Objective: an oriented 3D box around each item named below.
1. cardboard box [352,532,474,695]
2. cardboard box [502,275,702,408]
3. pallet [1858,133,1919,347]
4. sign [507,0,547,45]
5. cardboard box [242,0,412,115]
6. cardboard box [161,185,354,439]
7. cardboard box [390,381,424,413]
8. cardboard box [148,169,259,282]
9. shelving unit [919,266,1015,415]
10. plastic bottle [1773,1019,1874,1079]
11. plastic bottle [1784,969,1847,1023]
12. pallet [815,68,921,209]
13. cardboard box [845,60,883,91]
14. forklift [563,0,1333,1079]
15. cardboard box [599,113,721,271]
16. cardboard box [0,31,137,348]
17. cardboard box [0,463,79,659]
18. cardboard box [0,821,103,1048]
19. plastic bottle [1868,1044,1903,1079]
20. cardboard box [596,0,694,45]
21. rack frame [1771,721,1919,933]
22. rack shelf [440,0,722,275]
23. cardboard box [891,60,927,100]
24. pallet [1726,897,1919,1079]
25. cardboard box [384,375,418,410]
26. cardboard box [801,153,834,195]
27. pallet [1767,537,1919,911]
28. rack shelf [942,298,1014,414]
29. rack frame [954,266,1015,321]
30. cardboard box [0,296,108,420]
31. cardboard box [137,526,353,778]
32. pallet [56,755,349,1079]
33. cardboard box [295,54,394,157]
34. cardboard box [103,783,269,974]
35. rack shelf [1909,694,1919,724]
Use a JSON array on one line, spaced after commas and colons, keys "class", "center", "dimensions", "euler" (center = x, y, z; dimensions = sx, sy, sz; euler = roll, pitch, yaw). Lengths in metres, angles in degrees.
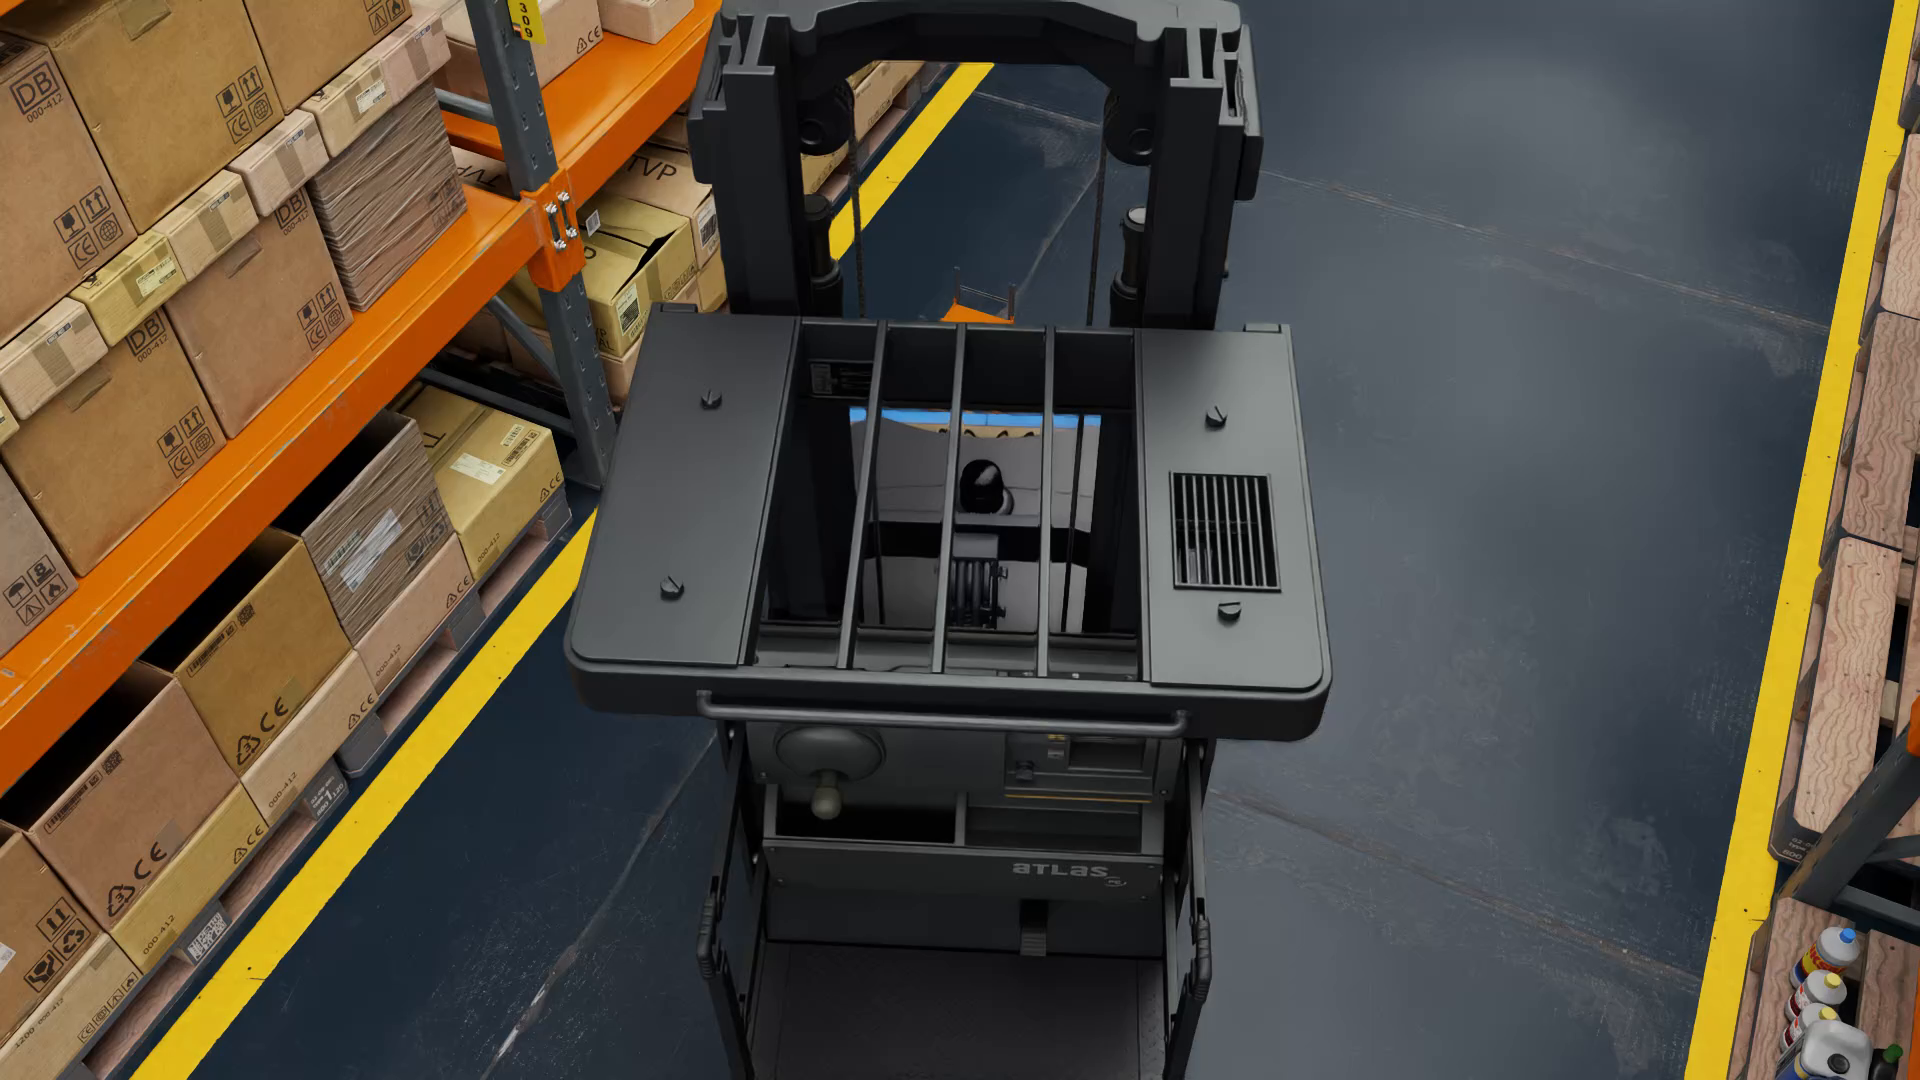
[{"class": "cardboard box", "center": [-1.894, 0.147, 5.185], "dimensions": [0.500, 0.250, 0.500], "euler": [20, 52, 16]}, {"class": "cardboard box", "center": [-1.275, -0.782, 5.975], "dimensions": [0.500, 0.250, 0.500], "euler": [19, 52, 15]}, {"class": "pallet", "center": [4.149, -1.055, 6.509], "dimensions": [1.003, 0.211, 1.213], "euler": [20, 52, 16]}, {"class": "sign", "center": [-1.169, -1.466, 4.408], "dimensions": [0.100, 0.325, 0.005], "euler": [20, 52, 16]}, {"class": "cardboard box", "center": [-1.855, -1.485, 4.126], "dimensions": [0.700, 0.500, 0.500], "euler": [20, 52, 16]}, {"class": "cardboard box", "center": [-2.074, -0.699, 4.310], "dimensions": [0.700, 0.500, 0.500], "euler": [19, 52, 16]}, {"class": "cardboard box", "center": [-2.143, -0.364, 5.620], "dimensions": [0.500, 0.250, 0.500], "euler": [20, 52, 16]}, {"class": "cardboard box", "center": [-1.922, -0.793, 3.964], "dimensions": [0.380, 0.149, 0.250], "euler": [20, 52, 16]}, {"class": "shelving unit", "center": [0.023, -0.377, 5.382], "dimensions": [0.215, 1.050, 0.252], "euler": [20, 52, 16]}, {"class": "plastic bottle", "center": [2.160, 1.323, 4.154], "dimensions": [0.152, 0.276, 0.135], "euler": [22, 53, 17]}, {"class": "plastic bottle", "center": [2.230, 1.186, 4.320], "dimensions": [0.097, 0.201, 0.097], "euler": [0, 50, 0]}, {"class": "pallet", "center": [-0.872, -1.799, 7.142], "dimensions": [1.003, 0.211, 1.213], "euler": [20, 52, 16]}, {"class": "cardboard box", "center": [-0.614, -2.029, 6.668], "dimensions": [0.500, 0.311, 0.500], "euler": [21, 53, 17]}, {"class": "forklift", "center": [0.000, 0.515, 3.387], "dimensions": [1.130, 2.935, 3.031], "euler": [2, 50, 2]}, {"class": "cardboard box", "center": [-1.051, -1.313, 6.059], "dimensions": [0.500, 0.311, 0.500], "euler": [19, 52, 16]}, {"class": "cardboard box", "center": [-2.284, -0.792, 3.537], "dimensions": [0.700, 0.500, 0.500], "euler": [20, 52, 16]}, {"class": "cardboard box", "center": [-2.510, -0.002, 3.716], "dimensions": [0.700, 0.500, 0.500], "euler": [21, 53, 17]}, {"class": "cardboard box", "center": [-2.536, 0.937, 4.021], "dimensions": [0.500, 0.500, 0.500], "euler": [20, 52, 16]}, {"class": "plastic bottle", "center": [2.257, 1.355, 4.122], "dimensions": [0.061, 0.283, 0.133], "euler": [20, 52, 16]}, {"class": "cardboard box", "center": [-1.108, -1.802, 5.478], "dimensions": [0.380, 0.149, 0.250], "euler": [20, 52, 16]}, {"class": "rack frame", "center": [2.806, 0.275, 3.547], "dimensions": [1.000, 3.000, 0.127], "euler": [20, 52, 16]}, {"class": "rack shelf", "center": [-0.817, -2.484, 6.366], "dimensions": [1.077, 0.370, 4.000], "euler": [20, 52, 16]}, {"class": "cardboard box", "center": [-0.401, -2.196, 7.179], "dimensions": [0.500, 0.250, 0.500], "euler": [21, 53, 17]}, {"class": "pallet", "center": [2.481, 1.627, 4.227], "dimensions": [1.003, 0.211, 1.213], "euler": [20, 52, 16]}, {"class": "cardboard box", "center": [-2.152, -0.610, 5.337], "dimensions": [0.500, 0.500, 0.500], "euler": [20, 52, 16]}, {"class": "cardboard box", "center": [-0.836, -1.491, 6.579], "dimensions": [0.500, 0.250, 0.500], "euler": [18, 52, 15]}, {"class": "pallet", "center": [3.106, 0.625, 5.080], "dimensions": [1.003, 0.211, 1.213], "euler": [20, 52, 16]}, {"class": "rack shelf", "center": [0.023, -0.554, 5.173], "dimensions": [0.215, 0.259, 0.240], "euler": [20, 52, 16]}, {"class": "rack frame", "center": [0.075, -0.461, 5.453], "dimensions": [0.200, 1.050, 0.008], "euler": [20, 52, 16]}, {"class": "cardboard box", "center": [-2.137, -0.451, 3.673], "dimensions": [0.380, 0.149, 0.250], "euler": [21, 53, 17]}, {"class": "cardboard box", "center": [-2.106, 0.249, 4.606], "dimensions": [0.500, 0.500, 0.500], "euler": [20, 52, 16]}, {"class": "pallet", "center": [-2.569, 0.941, 4.810], "dimensions": [1.003, 0.211, 1.213], "euler": [20, 52, 16]}, {"class": "cardboard box", "center": [-1.701, -1.156, 4.272], "dimensions": [0.380, 0.149, 0.250], "euler": [19, 52, 15]}, {"class": "cardboard box", "center": [-2.307, 0.841, 4.595], "dimensions": [0.500, 0.250, 0.500], "euler": [20, 52, 16]}, {"class": "rack shelf", "center": [3.660, -0.869, 4.992], "dimensions": [1.077, 0.370, 4.000], "euler": [20, 52, 16]}]
